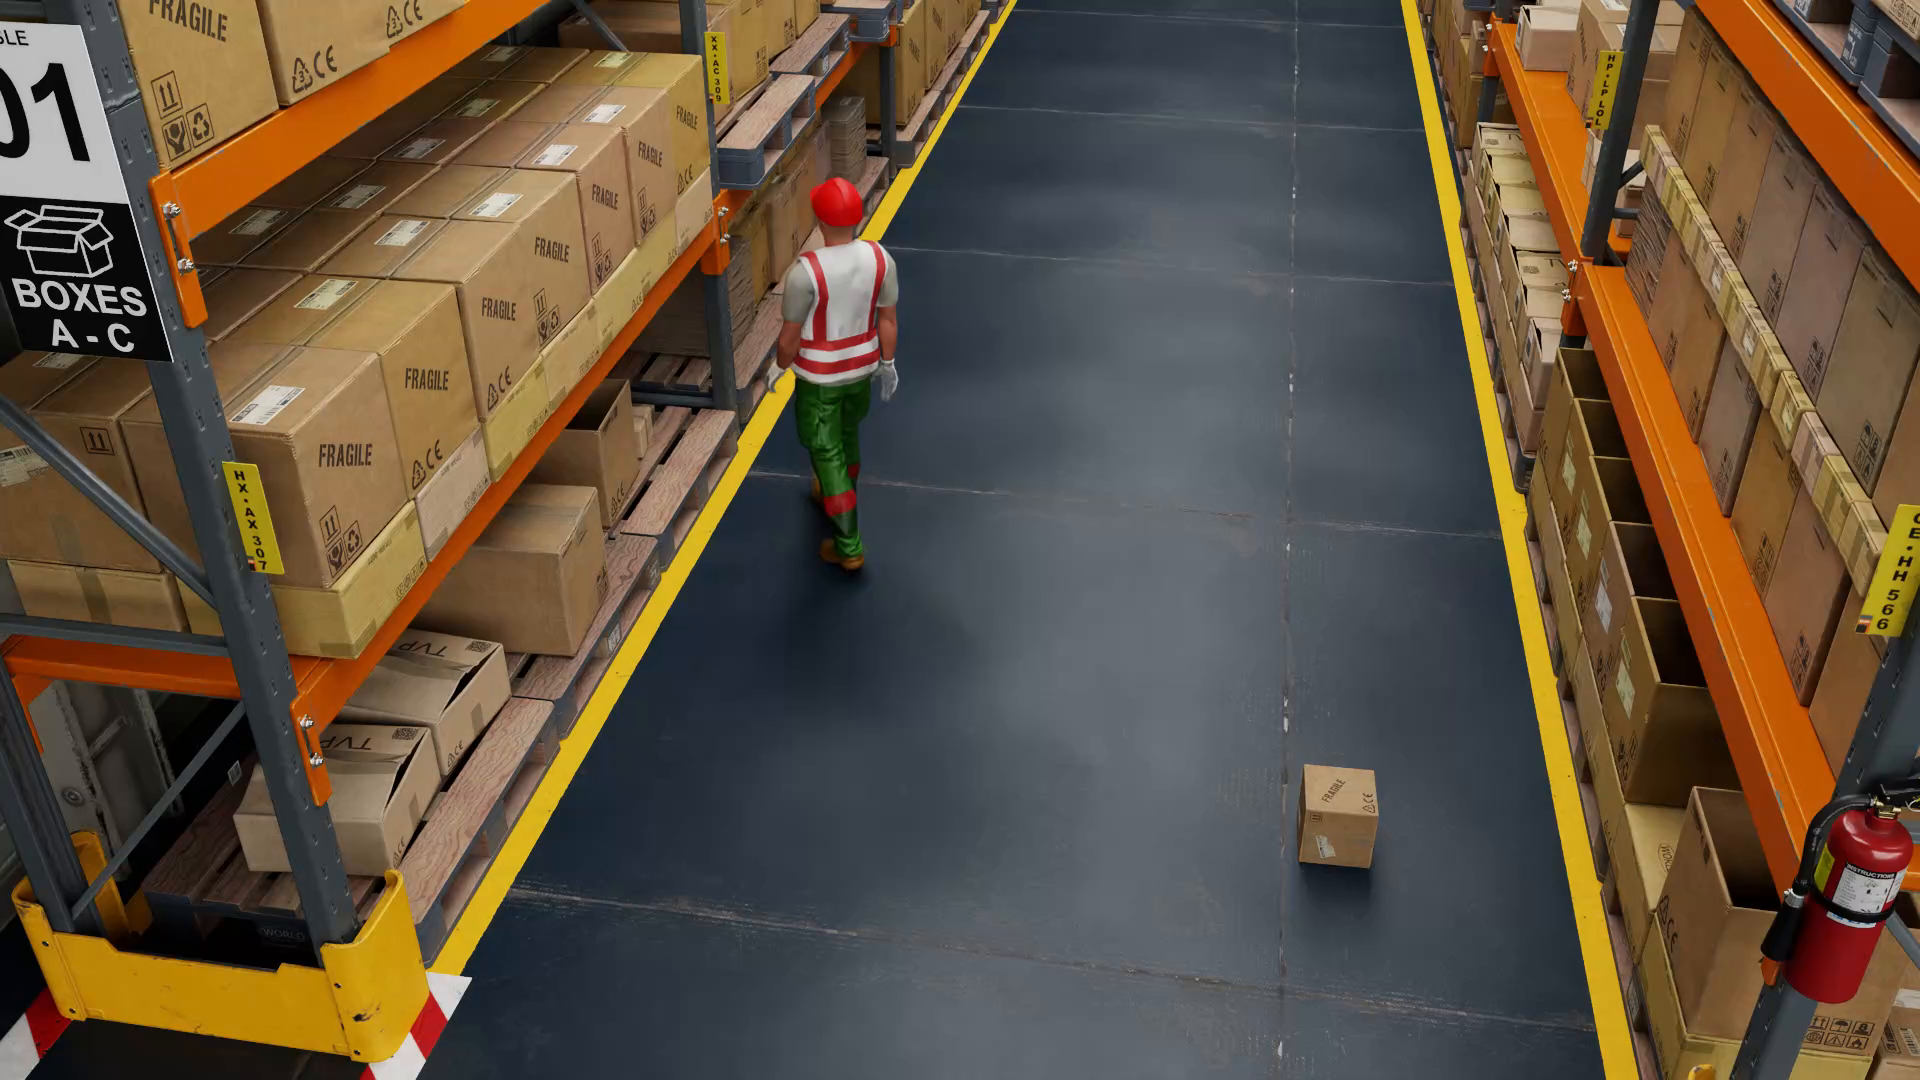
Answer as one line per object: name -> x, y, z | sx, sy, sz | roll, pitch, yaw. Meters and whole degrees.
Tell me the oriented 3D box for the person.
person -> -0.592, -0.783, 7.381 | 0.538, 1.779, 0.755 | -20, 37, -28
